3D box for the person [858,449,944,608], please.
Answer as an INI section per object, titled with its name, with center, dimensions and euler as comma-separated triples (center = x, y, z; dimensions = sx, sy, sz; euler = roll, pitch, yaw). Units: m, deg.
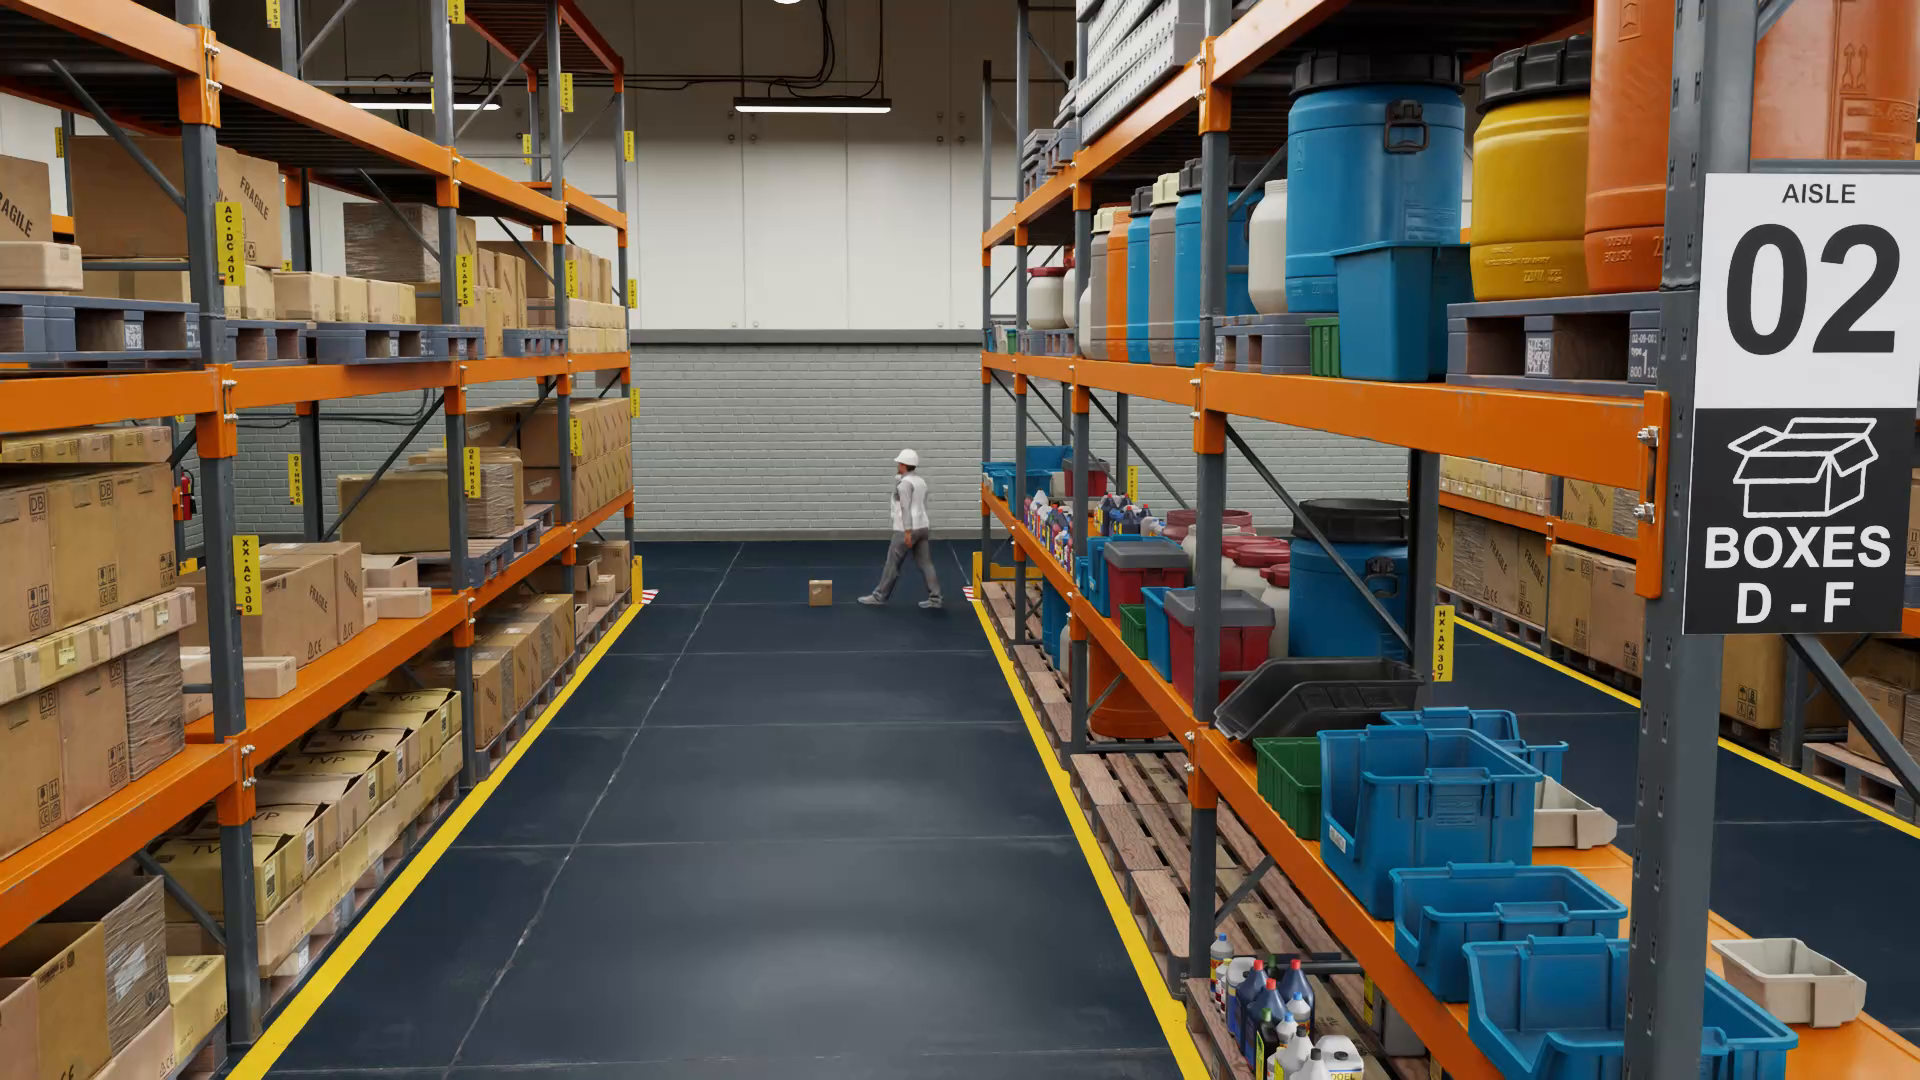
[person]
center = -0.600, -0.131, 18.163
dimensions = 0.973, 1.717, 0.559
euler = 4, 8, 31
